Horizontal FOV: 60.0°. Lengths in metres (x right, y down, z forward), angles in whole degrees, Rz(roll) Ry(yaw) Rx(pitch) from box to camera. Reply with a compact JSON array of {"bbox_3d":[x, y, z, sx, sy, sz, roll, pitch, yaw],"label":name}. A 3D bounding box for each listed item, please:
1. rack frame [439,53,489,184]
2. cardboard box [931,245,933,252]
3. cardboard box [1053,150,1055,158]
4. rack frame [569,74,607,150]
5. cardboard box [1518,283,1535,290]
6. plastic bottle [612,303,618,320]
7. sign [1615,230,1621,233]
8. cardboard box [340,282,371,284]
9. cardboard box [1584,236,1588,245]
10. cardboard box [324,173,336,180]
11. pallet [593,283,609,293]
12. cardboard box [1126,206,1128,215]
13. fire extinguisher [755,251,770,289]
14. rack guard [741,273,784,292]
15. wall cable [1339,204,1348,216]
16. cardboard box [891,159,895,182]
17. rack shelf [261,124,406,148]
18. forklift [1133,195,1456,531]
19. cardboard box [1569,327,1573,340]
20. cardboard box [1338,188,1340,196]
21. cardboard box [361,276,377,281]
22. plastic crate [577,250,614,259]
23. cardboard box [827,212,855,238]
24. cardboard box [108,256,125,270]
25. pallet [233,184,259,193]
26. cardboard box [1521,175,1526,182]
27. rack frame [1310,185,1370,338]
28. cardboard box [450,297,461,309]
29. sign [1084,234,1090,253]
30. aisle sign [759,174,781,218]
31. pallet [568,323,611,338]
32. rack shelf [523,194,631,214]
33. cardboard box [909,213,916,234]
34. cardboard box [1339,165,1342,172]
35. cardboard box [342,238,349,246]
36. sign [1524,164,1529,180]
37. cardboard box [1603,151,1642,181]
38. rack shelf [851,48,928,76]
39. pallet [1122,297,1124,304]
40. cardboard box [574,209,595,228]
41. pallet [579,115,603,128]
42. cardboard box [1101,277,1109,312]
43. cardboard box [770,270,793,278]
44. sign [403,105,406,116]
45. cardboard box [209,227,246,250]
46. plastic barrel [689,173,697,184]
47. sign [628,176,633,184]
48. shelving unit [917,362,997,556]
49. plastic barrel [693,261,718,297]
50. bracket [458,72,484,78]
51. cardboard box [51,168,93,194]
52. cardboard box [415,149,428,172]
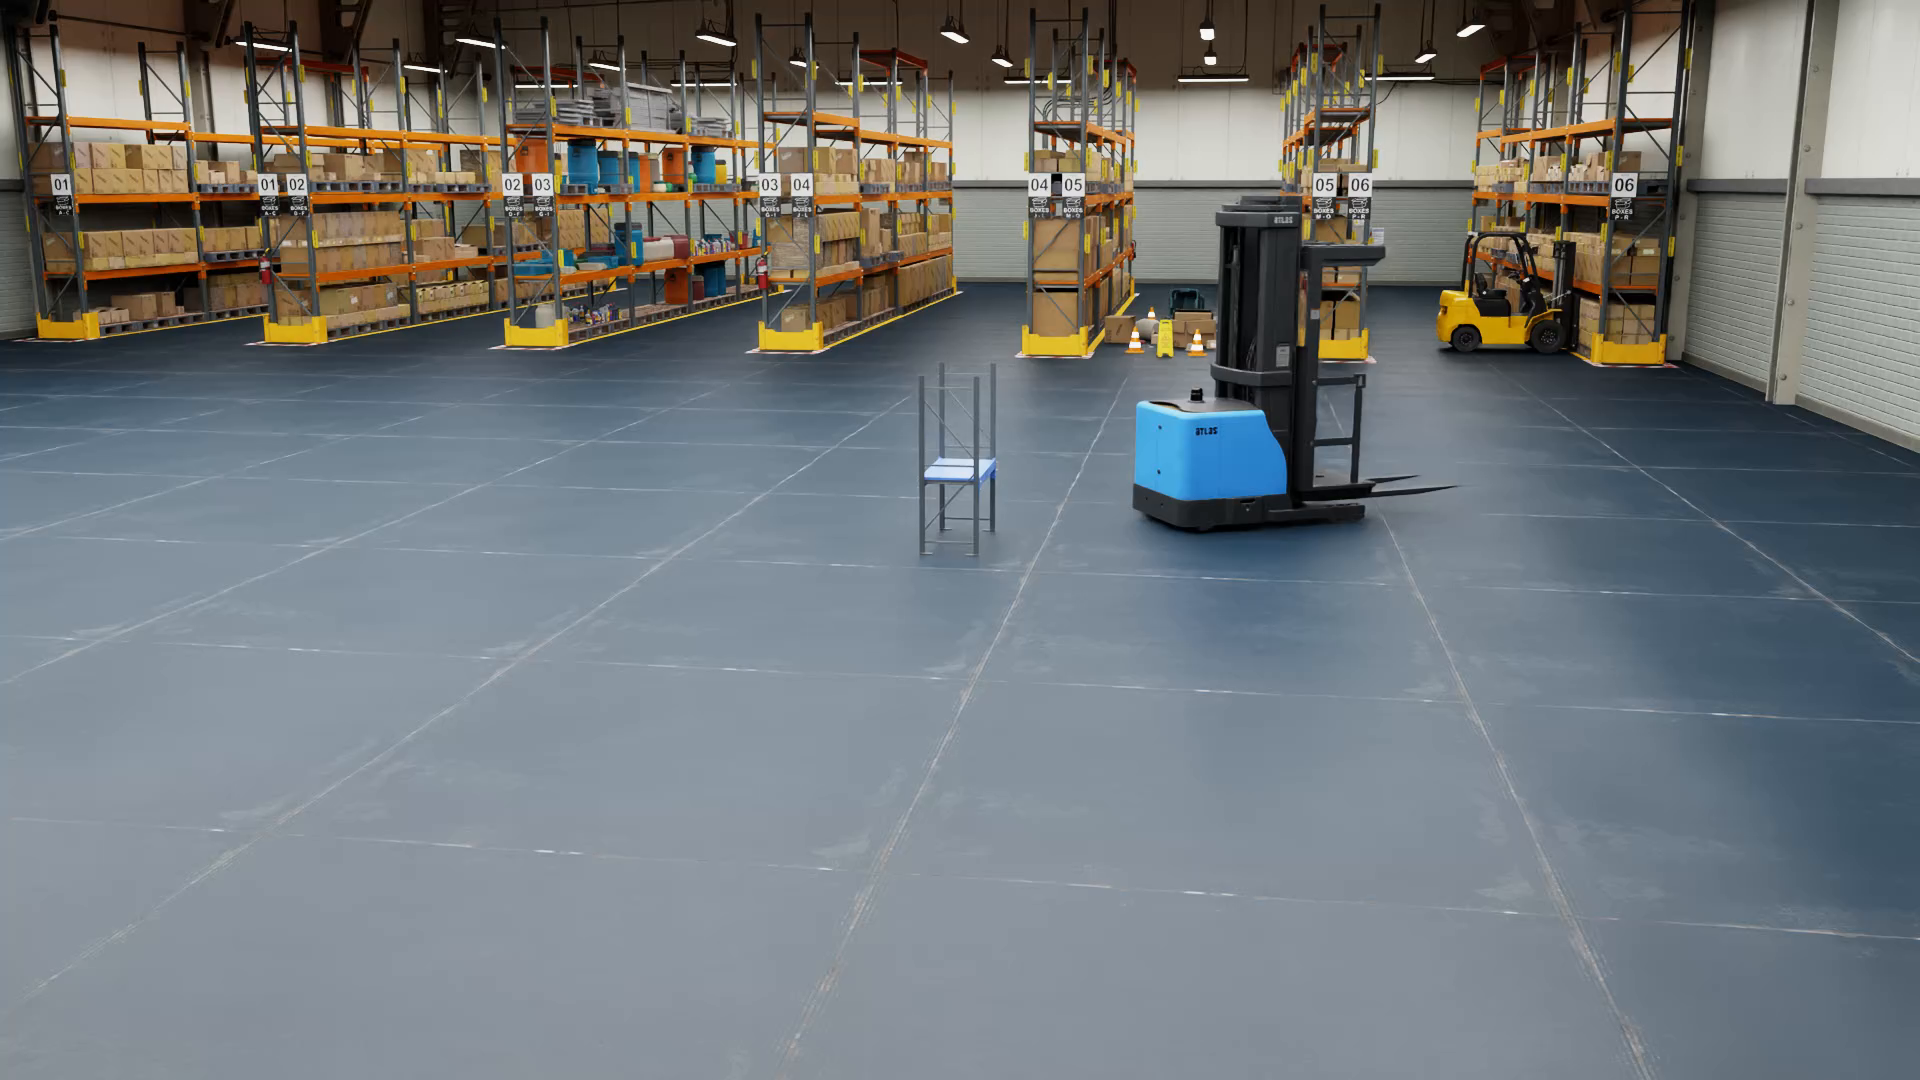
[{"bbox_3d":[-11.721,-9.943,39.269,1.000,3.000,0.127,2,12,9],"label":"rack frame"},{"bbox_3d":[-0.904,-7.504,42.788,0.380,0.149,0.250,1,12,7],"label":"cardboard box"},{"bbox_3d":[1.518,-7.015,30.274,0.380,0.149,0.250,2,12,10],"label":"cardboard box"},{"bbox_3d":[-10.491,-11.608,46.996,1.000,3.000,0.127,2,12,9],"label":"rack frame"},{"bbox_3d":[12.590,-5.619,36.841,0.380,0.149,0.250,1,12,6],"label":"cardboard box"},{"bbox_3d":[-7.257,-4.793,34.856,0.144,0.351,0.185,2,12,7],"label":"plastic bottle"},{"bbox_3d":[12.697,-5.819,32.130,0.100,0.325,0.005,2,12,9],"label":"sign"},{"bbox_3d":[-12.786,-5.214,35.319,0.500,0.500,0.500,2,12,9],"label":"cardboard box"},{"bbox_3d":[11.478,-5.403,29.963,0.380,0.149,0.250,2,12,10],"label":"cardboard box"},{"bbox_3d":[-12.596,-7.201,32.935,0.380,0.149,0.250,2,12,9],"label":"cardboard box"},{"bbox_3d":[-10.624,-7.130,47.078,1.003,0.211,1.213,2,12,9],"label":"pallet"},{"bbox_3d":[4.050,-8.321,42.665,0.500,0.500,0.500,2,12,10],"label":"cardboard box"},{"bbox_3d":[-3.637,-4.976,30.647,0.296,0.674,0.183,2,12,9],"label":"fire extinguisher"},{"bbox_3d":[-5.606,-7.298,47.168,1.175,0.500,0.348,2,12,9],"label":"rack guard"},{"bbox_3d":[11.337,-9.660,49.786,0.588,1.984,0.122,2,12,9],"label":"wall cable"},{"bbox_3d":[-1.760,-8.340,37.530,0.500,0.500,0.500,2,12,10],"label":"cardboard box"},{"bbox_3d":[-12.644,-8.146,33.591,1.077,0.370,4.000,2,12,9],"label":"rack shelf"},{"bbox_3d":[3.186,-1.681,15.338,3.031,2.935,1.130,-4,13,-20],"label":"forklift"},{"bbox_3d":[11.523,-3.827,30.661,0.500,0.250,0.500,2,12,10],"label":"cardboard box"},{"bbox_3d":[7.078,-6.323,30.190,0.380,0.149,0.250,1,12,7],"label":"cardboard box"},{"bbox_3d":[-15.973,-7.017,44.041,0.750,0.750,0.750,2,12,9],"label":"cardboard box"},{"bbox_3d":[-7.649,-5.881,34.809,0.767,0.338,0.504,2,12,9],"label":"plastic crate"},{"bbox_3d":[-2.421,-6.332,33.438,0.500,0.500,0.500,2,12,9],"label":"cardboard box"},{"bbox_3d":[-17.392,-5.641,33.856,0.500,0.250,0.500,1,12,7],"label":"cardboard box"},{"bbox_3d":[-16.875,-8.053,38.065,1.213,0.211,1.003,2,12,9],"label":"pallet"},{"bbox_3d":[12.701,-8.037,36.956,0.380,0.149,0.250,2,12,9],"label":"cardboard box"},{"bbox_3d":[6.628,-4.702,29.191,1.000,3.000,0.127,2,12,9],"label":"rack frame"},{"bbox_3d":[-11.793,-5.435,38.120,0.500,0.250,0.500,2,12,10],"label":"cardboard box"},{"bbox_3d":[2.269,-5.284,29.648,0.100,0.325,0.005,2,12,9],"label":"sign"},{"bbox_3d":[-3.470,-6.291,30.392,0.394,0.787,0.004,2,12,9],"label":"aisle sign"},{"bbox_3d":[-7.772,-4.260,33.758,1.003,0.211,1.213,2,12,9],"label":"pallet"},{"bbox_3d":[-7.750,-6.714,33.117,1.077,0.370,4.000,2,12,9],"label":"rack shelf"},{"bbox_3d":[-1.525,-7.784,40.876,0.797,0.503,0.637,2,12,9],"label":"cardboard box"},{"bbox_3d":[6.908,-6.556,29.376,0.380,0.149,0.250,2,12,8],"label":"cardboard box"},{"bbox_3d":[-12.521,-6.000,33.439,0.380,0.149,0.250,1,12,7],"label":"cardboard box"},{"bbox_3d":[12.228,-7.944,35.888,0.100,0.325,0.005,2,12,9],"label":"sign"},{"bbox_3d":[11.361,-6.411,28.531,0.500,0.500,0.500,2,12,11],"label":"cardboard box"},{"bbox_3d":[-1.626,-11.310,39.433,1.077,0.370,4.000,2,12,9],"label":"rack shelf"},{"bbox_3d":[3.636,-6.117,42.376,1.003,0.211,1.213,2,12,9],"label":"pallet"},{"bbox_3d":[-10.439,-8.898,46.052,0.500,0.500,0.500,2,12,10],"label":"cardboard box"},{"bbox_3d":[-7.727,-8.234,32.737,1.003,0.211,1.213,2,12,9],"label":"pallet"},{"bbox_3d":[2.770,-5.488,37.183,1.050,0.750,0.750,2,12,8],"label":"cardboard box"},{"bbox_3d":[-3.324,-4.966,31.013,0.380,0.149,0.250,2,12,9],"label":"cardboard box"},{"bbox_3d":[-15.934,-12.321,47.712,0.100,0.325,0.005,2,12,9],"label":"sign"},{"bbox_3d":[-16.956,-6.960,38.387,0.700,0.500,0.500,4,13,16],"label":"cardboard box"},{"bbox_3d":[-6.437,-8.658,39.798,0.294,0.245,0.294,0,12,0],"label":"plastic barrel"},{"bbox_3d":[-6.901,-7.467,34.879,0.100,0.325,0.005,2,12,9],"label":"sign"},{"bbox_3d":[-0.013,-0.715,14.253,0.538,1.500,1.048,2,12,9],"label":"shelving unit"},{"bbox_3d":[-6.422,-6.601,41.986,0.600,0.901,0.708,2,12,9],"label":"plastic barrel"},{"bbox_3d":[-15.137,-14.563,52.162,0.076,0.066,3.189,2,12,9],"label":"bracket"},{"bbox_3d":[-17.548,-7.091,32.871,0.500,0.500,0.500,2,12,10],"label":"cardboard box"},{"bbox_3d":[-12.138,-8.389,36.757,0.500,0.500,0.500,3,13,14],"label":"cardboard box"}]
